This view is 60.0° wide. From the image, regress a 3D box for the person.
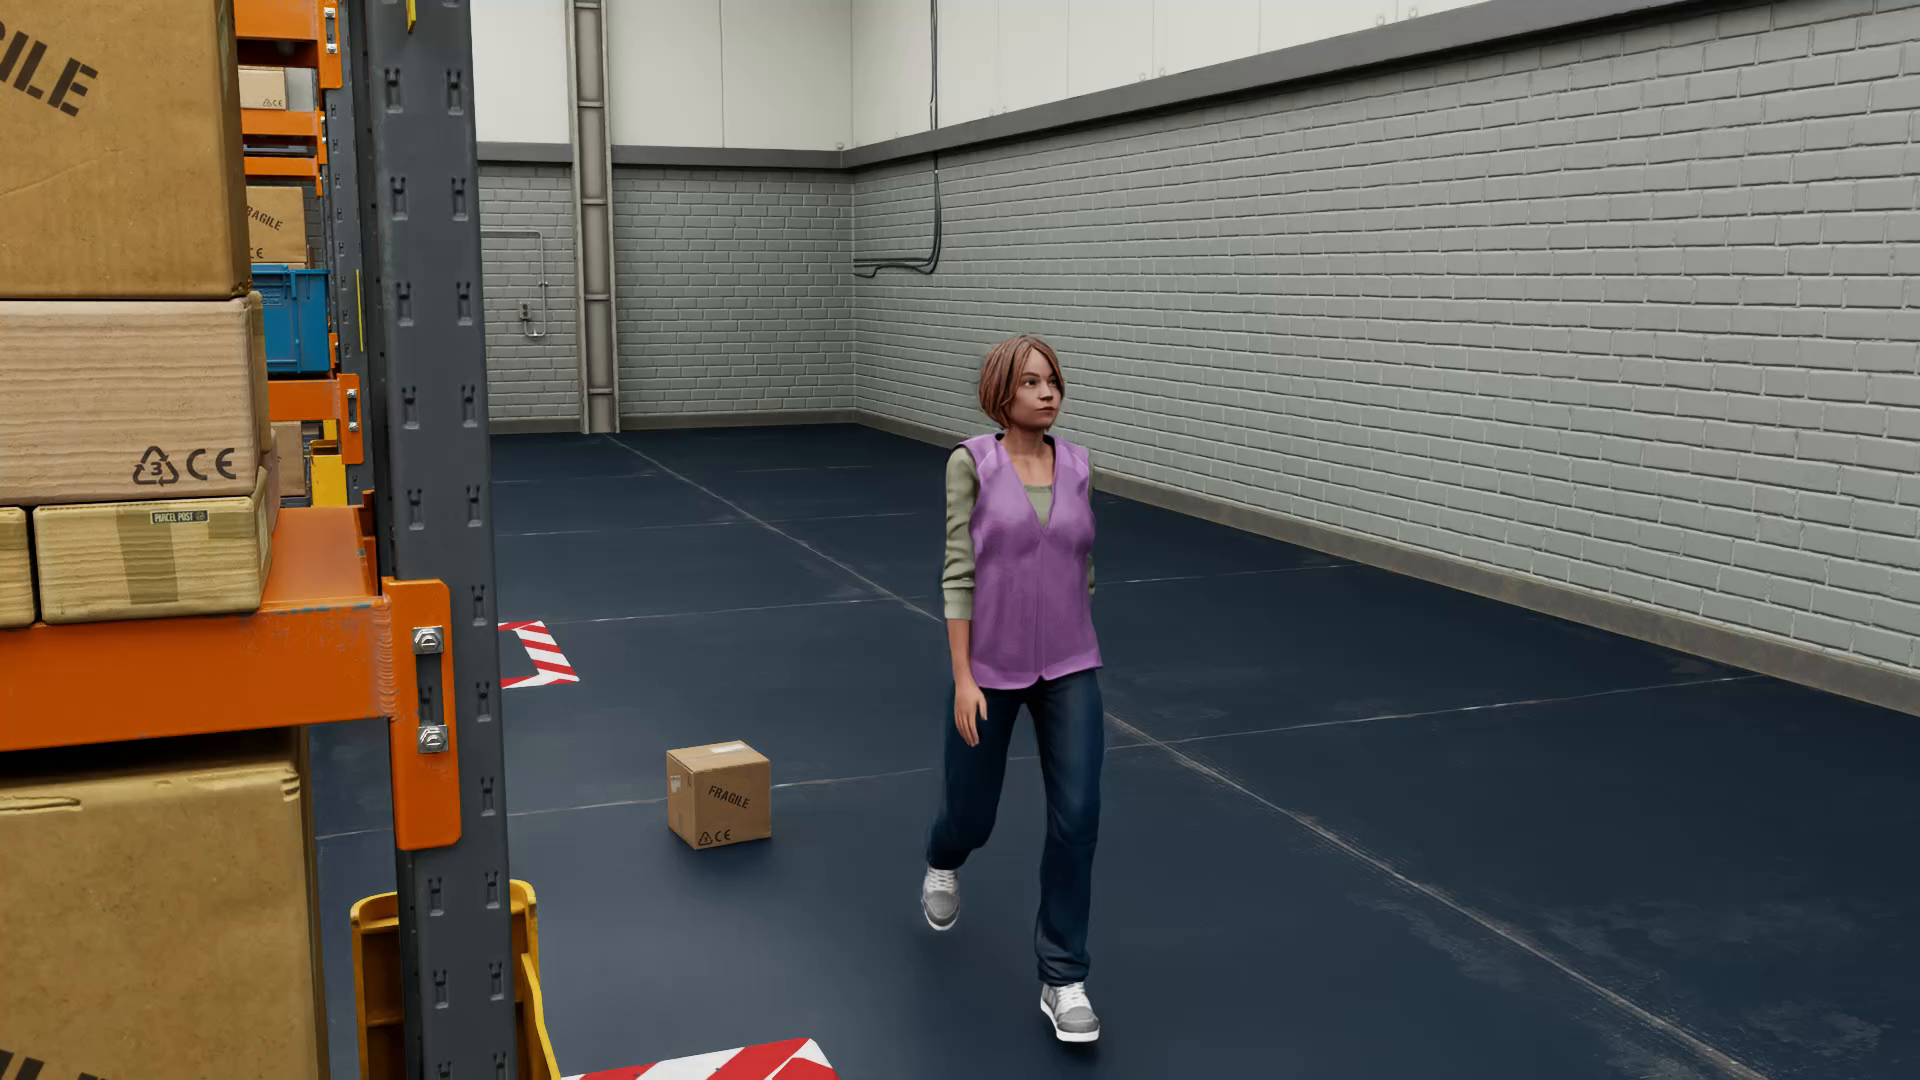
[{"bbox_3d":[0.134,0.305,3.912,0.393,1.568,0.774,-2,9,-13],"label":"person"}]
